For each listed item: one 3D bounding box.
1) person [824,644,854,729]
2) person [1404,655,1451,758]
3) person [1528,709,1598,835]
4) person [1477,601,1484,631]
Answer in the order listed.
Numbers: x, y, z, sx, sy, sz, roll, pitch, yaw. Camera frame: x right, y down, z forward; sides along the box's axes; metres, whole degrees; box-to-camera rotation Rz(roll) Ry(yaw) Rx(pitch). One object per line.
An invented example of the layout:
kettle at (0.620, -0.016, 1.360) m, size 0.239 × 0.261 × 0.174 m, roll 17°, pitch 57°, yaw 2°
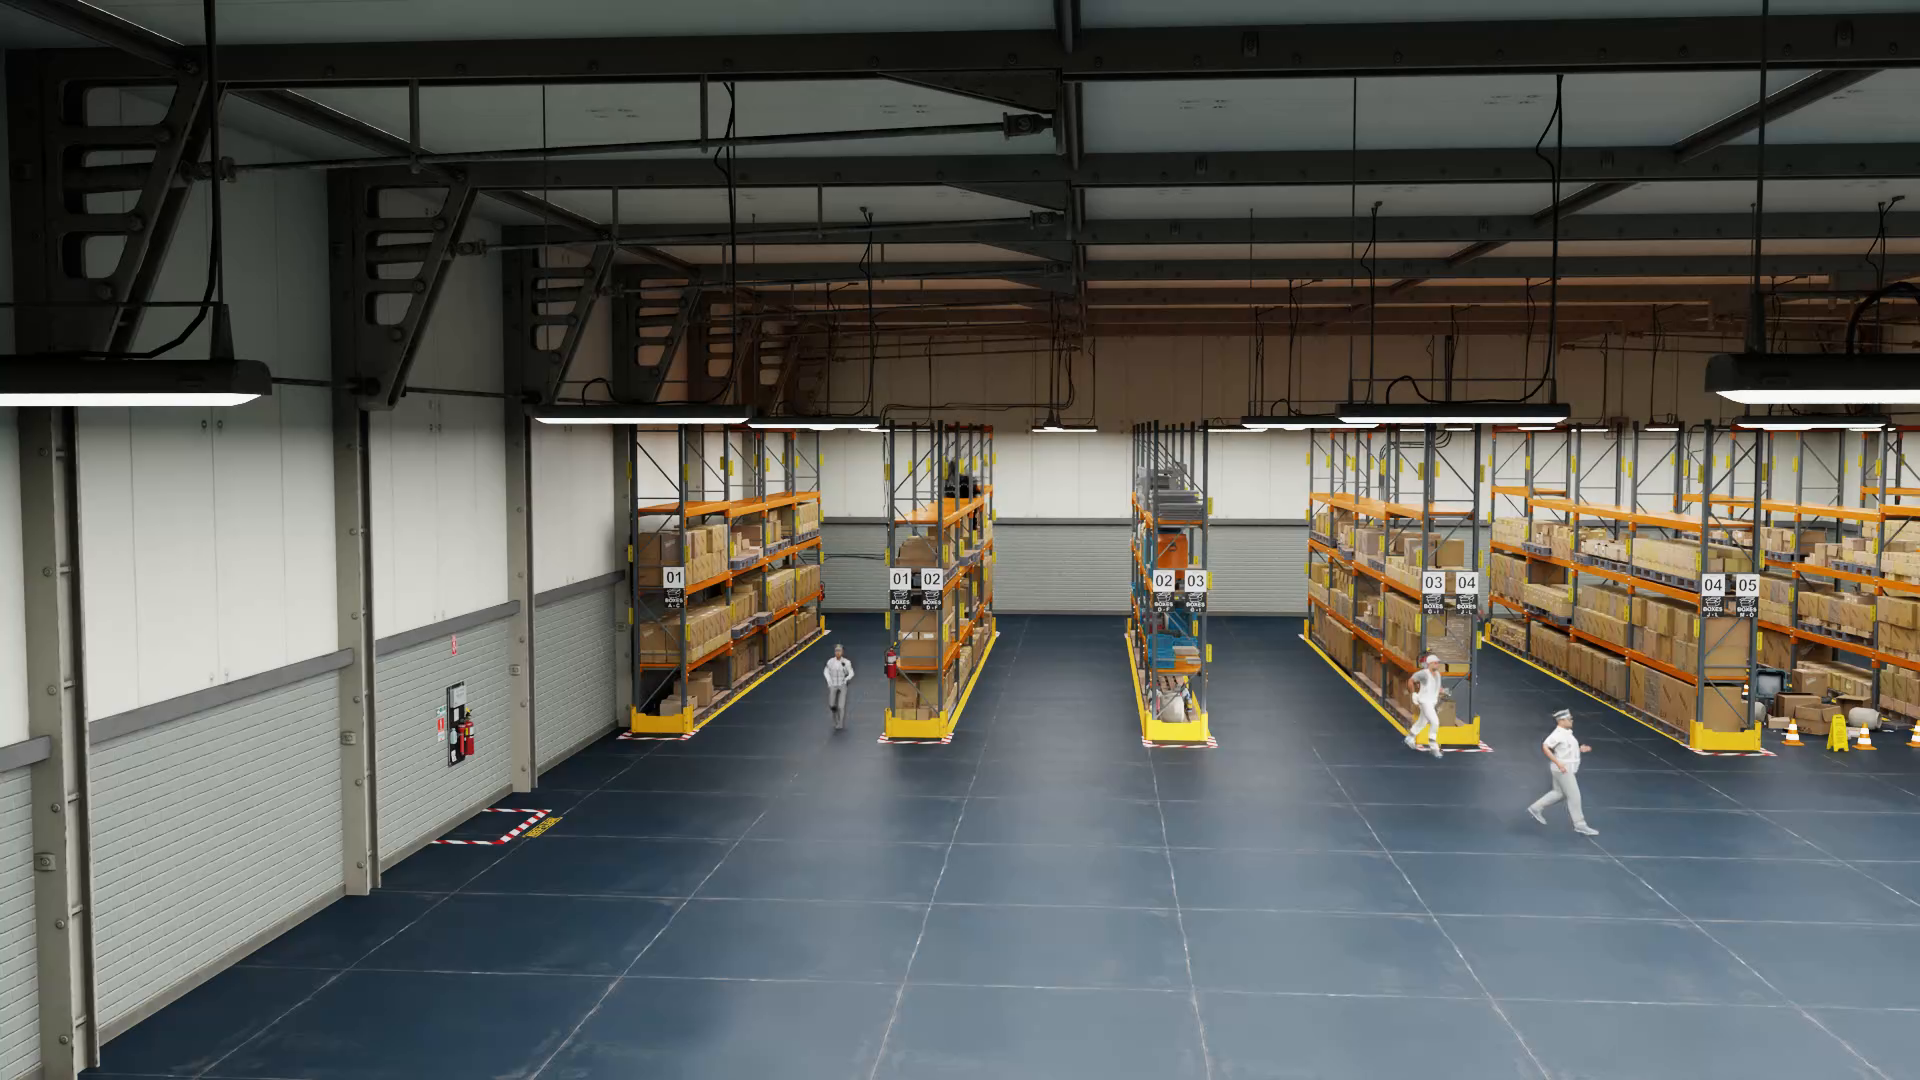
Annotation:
person at (-2.371, 2.847, 32.355) m, size 0.612 × 1.650 × 0.517 m, roll 0°, pitch 4°, yaw 4°
person at (8.354, 2.952, 29.785) m, size 0.582 × 1.824 × 0.921 m, roll -3°, pitch 5°, yaw -44°
person at (8.683, 3.302, 23.892) m, size 0.969 × 1.761 × 0.663 m, roll 2°, pitch 4°, yaw 26°
person at (13.229, 2.131, 43.012) m, size 0.661 × 1.745 × 0.762 m, roll 0°, pitch 4°, yaw 5°
